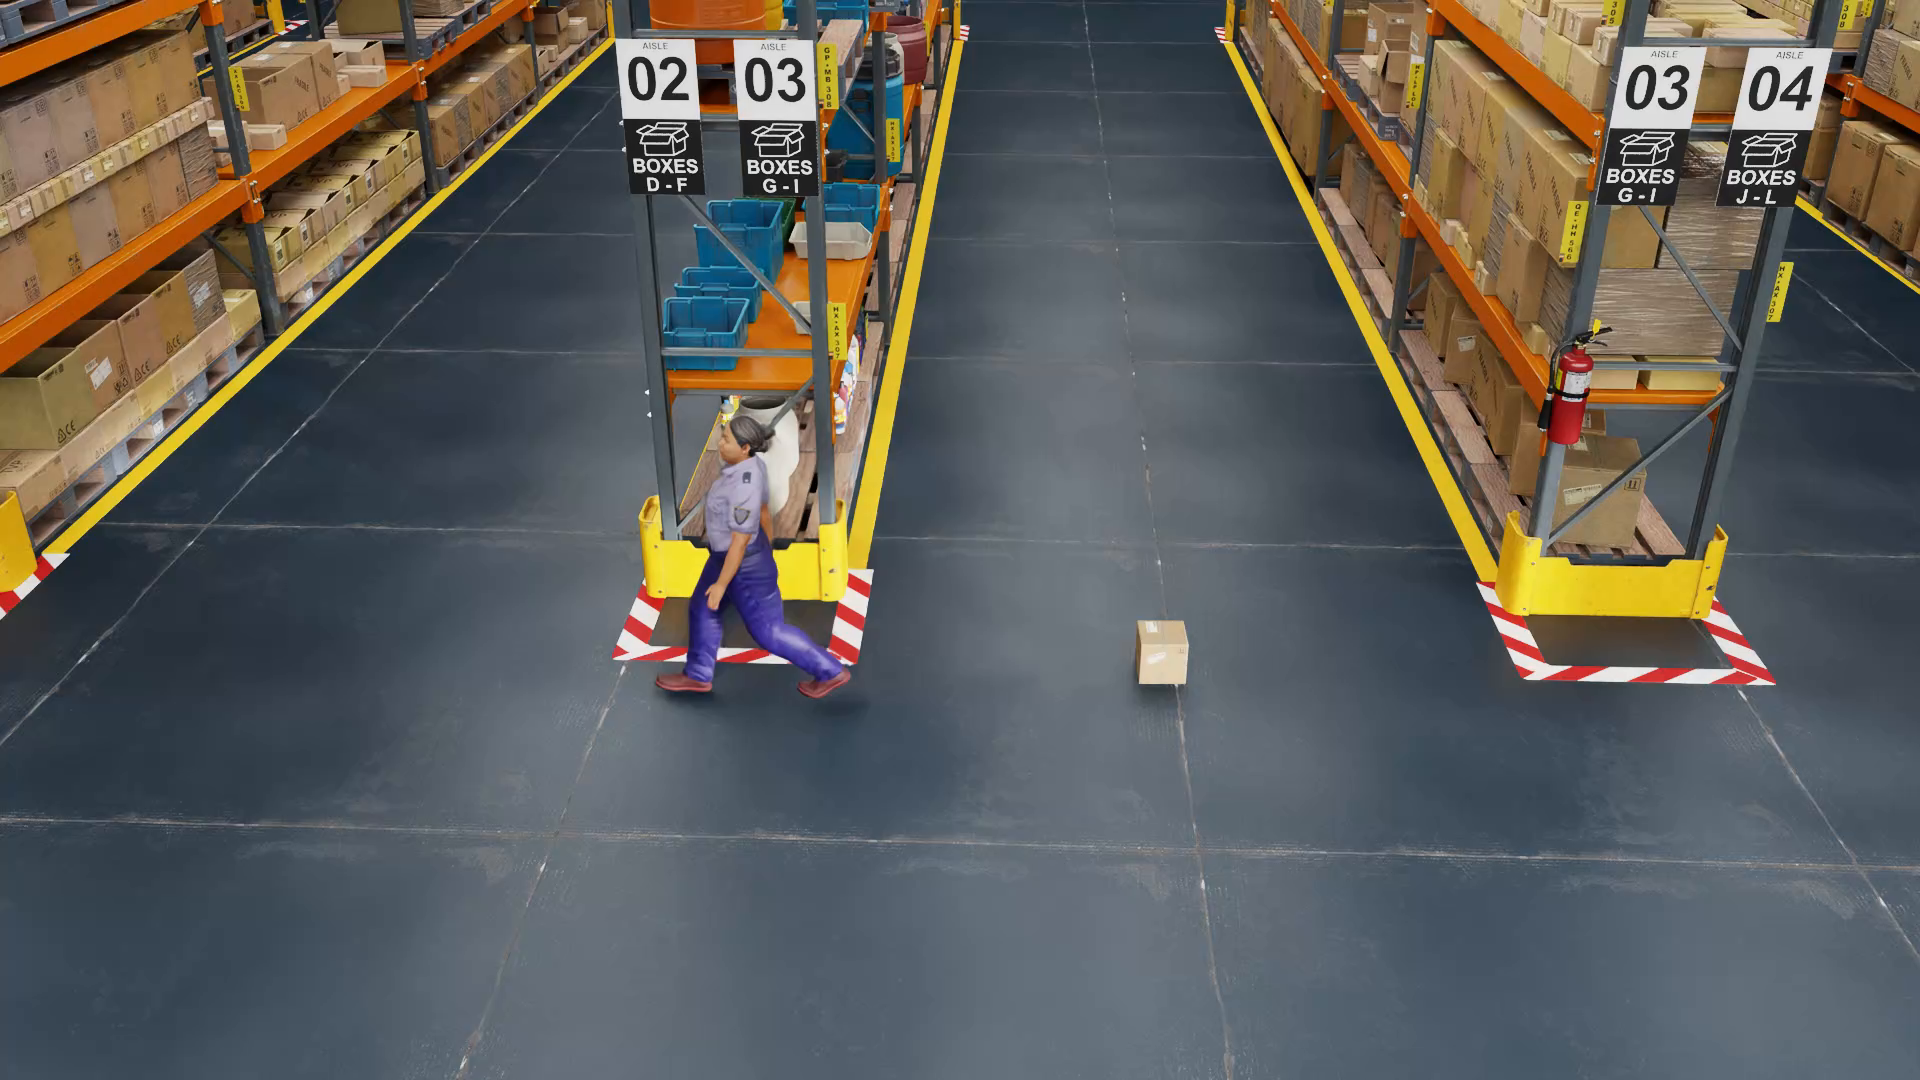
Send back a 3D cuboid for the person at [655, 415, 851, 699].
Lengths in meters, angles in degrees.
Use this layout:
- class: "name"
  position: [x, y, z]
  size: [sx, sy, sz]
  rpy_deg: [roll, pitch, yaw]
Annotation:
- class: "person"
  position: [-1.093, 0.124, 8.425]
  size: [1.022, 1.577, 0.498]
  rpy_deg: [-4, 28, -8]
